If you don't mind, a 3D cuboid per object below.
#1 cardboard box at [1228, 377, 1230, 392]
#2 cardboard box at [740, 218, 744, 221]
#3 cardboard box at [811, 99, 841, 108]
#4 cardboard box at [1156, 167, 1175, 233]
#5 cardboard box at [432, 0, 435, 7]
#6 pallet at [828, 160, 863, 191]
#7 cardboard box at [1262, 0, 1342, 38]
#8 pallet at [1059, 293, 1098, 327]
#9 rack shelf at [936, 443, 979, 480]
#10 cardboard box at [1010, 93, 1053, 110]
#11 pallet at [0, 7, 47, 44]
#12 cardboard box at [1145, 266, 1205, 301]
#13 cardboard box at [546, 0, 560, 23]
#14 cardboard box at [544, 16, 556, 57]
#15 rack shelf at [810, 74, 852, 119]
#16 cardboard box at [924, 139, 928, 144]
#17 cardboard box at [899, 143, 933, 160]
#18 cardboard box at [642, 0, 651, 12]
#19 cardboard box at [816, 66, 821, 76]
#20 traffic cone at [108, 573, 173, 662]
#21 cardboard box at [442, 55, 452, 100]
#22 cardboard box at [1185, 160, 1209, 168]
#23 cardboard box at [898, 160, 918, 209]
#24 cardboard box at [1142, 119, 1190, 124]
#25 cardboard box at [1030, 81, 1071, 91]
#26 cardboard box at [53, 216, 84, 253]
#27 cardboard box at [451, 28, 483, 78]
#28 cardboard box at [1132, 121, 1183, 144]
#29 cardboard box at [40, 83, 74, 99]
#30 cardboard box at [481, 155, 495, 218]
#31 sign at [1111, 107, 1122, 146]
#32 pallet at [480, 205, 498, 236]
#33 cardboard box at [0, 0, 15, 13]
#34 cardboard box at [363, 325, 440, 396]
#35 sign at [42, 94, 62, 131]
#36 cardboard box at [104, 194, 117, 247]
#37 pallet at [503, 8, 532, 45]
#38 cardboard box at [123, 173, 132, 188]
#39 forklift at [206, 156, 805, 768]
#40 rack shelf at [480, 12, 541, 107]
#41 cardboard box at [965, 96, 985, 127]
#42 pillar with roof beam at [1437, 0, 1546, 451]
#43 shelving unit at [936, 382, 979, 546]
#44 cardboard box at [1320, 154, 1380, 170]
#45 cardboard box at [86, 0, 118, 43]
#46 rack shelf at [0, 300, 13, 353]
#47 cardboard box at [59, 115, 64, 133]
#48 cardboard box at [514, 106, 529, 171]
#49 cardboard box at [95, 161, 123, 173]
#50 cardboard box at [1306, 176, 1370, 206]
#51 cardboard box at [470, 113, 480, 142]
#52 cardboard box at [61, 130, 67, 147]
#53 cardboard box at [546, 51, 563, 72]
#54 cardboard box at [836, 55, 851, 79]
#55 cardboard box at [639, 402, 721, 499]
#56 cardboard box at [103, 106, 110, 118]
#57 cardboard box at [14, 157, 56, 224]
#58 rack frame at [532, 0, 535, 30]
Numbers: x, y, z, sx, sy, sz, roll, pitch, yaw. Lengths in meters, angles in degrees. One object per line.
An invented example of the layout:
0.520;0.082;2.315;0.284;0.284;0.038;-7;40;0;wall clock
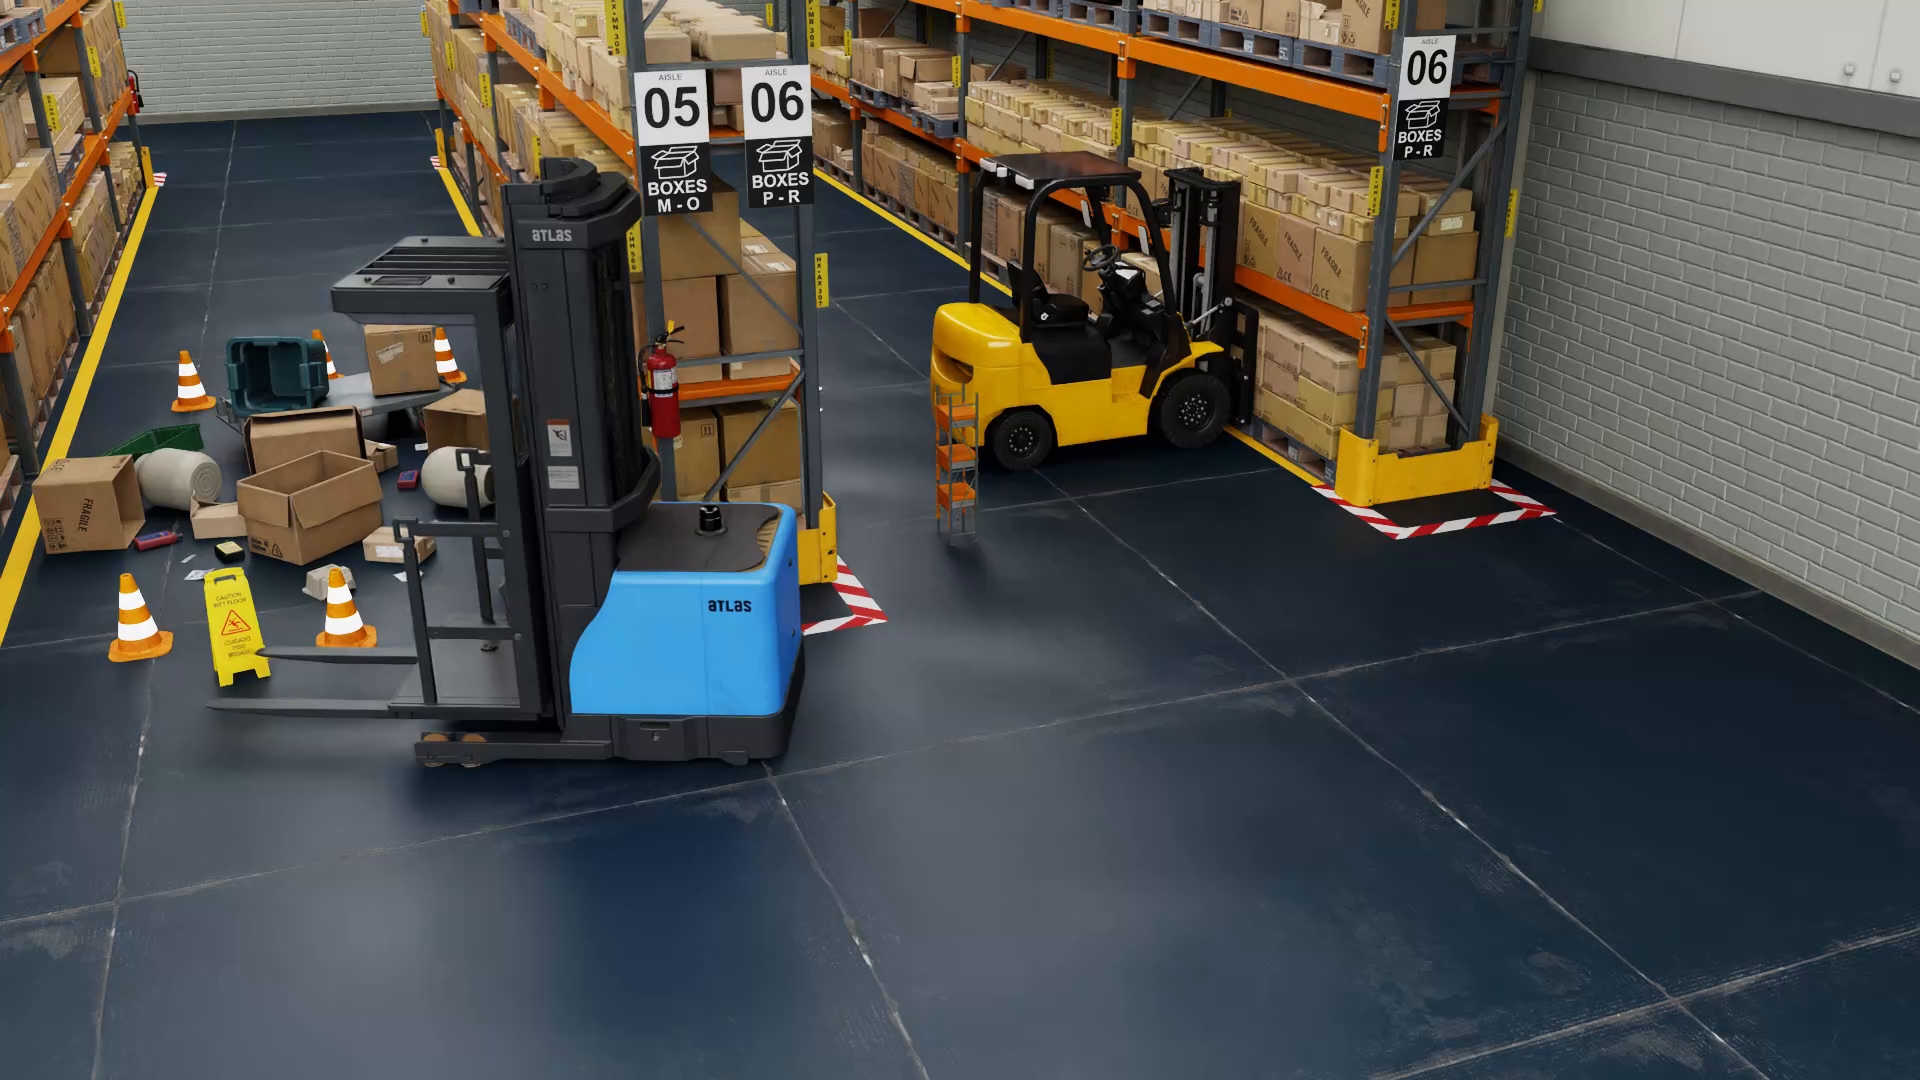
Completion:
2.294;-1.367;13.630;0.500;0.250;0.500;-8;24;-17;cardboard box
-1.809;-2.030;11.692;0.500;0.500;0.500;-9;24;-20;cardboard box
-2.229;-6.384;25.208;0.797;0.503;0.637;-9;25;-21;cardboard box
1.994;-2.878;14.087;0.500;0.500;0.500;-8;24;-18;cardboard box
-6.879;-7.244;22.323;0.380;0.149;0.250;-9;25;-21;cardboard box
-1.186;-5.087;23.048;1.003;0.211;1.213;-8;24;-19;pallet
2.643;-3.944;12.084;0.700;0.500;0.500;-8;24;-19;cardboard box
1.586;-2.193;16.182;1.003;0.211;1.213;-8;24;-19;pallet
-0.019;-0.493;11.096;0.215;0.259;0.240;-8;24;-19;rack shelf
0.737;-4.491;17.079;0.380;0.149;0.250;-8;24;-18;cardboard box
-8.491;-4.339;14.065;1.213;0.211;1.003;-7;24;-17;pallet
1.931;-2.197;14.313;0.500;0.250;0.500;-8;24;-19;cardboard box
-2.682;-3.721;11.652;0.380;0.149;0.250;-9;24;-19;cardboard box
-2.670;-3.600;11.877;0.500;0.250;0.500;-9;24;-19;cardboard box
-1.650;-6.518;23.778;1.077;0.370;4.000;-8;24;-19;rack shelf
-0.237;-5.098;21.325;0.380;0.149;0.250;-10;25;-22;cardboard box
-0.546;-4.830;20.691;0.380;0.149;0.250;-7;24;-17;cardboard box
-2.061;-3.706;11.615;0.380;0.149;0.250;-9;24;-20;cardboard box
-1.821;-6.651;23.492;0.380;0.149;0.250;-8;24;-19;cardboard box
-4.801;0.417;9.664;0.336;0.463;0.334;-8;24;-19;traffic cone
-6.367;-5.987;21.463;0.500;0.500;0.500;-9;24;-20;cardboard box
2.069;-3.029;13.610;0.380;0.149;0.250;-9;24;-20;cardboard box
-0.437;-4.394;20.491;0.500;0.500;0.500;-9;25;-21;cardboard box
1.913;-3.823;15.493;0.380;0.149;0.250;-9;25;-21;cardboard box
0.970;-4.844;17.917;0.380;0.149;0.250;-8;24;-18;cardboard box
-8.785;-2.942;16.080;0.500;0.250;0.500;-9;25;-21;cardboard box
-5.700;-5.748;19.609;0.500;0.500;0.500;-8;24;-18;cardboard box
1.717;-3.541;14.443;0.380;0.149;0.250;-8;24;-18;cardboard box
-9.672;-4.765;17.711;0.380;0.149;0.250;-9;25;-21;cardboard box
-5.292;-4.440;20.118;0.875;0.875;0.875;-8;24;-17;cardboard box
1.378;-3.635;14.623;0.100;0.325;0.005;-8;24;-19;sign
-5.243;-3.885;20.196;1.003;0.211;1.213;-8;24;-19;pallet
-8.118;-4.513;13.679;0.500;0.311;0.500;-8;24;-19;cardboard box
-4.415;-1.475;13.132;0.500;0.500;0.500;-8;24;-19;cardboard box
-8.250;-3.882;15.107;0.100;0.325;0.005;-8;24;-19;sign
-9.684;-3.532;18.445;0.500;0.500;0.500;-9;24;-20;cardboard box
-3.248;-4.444;14.312;1.213;0.211;1.003;-8;24;-19;pallet
-10.564;-4.475;20.752;0.380;0.149;0.250;-8;24;-18;cardboard box
-2.392;-0.394;8.410;3.031;2.935;1.130;1;23;1;forklift
-3.467;-4.311;14.680;1.077;0.370;4.000;-8;24;-19;rack shelf
0.374;-4.632;17.928;0.500;0.250;0.500;-8;24;-19;cardboard box
-0.135;-4.313;9.896;9.100;9.000;0.400;-8;24;-19;pillar with roof beam
-0.019;-0.503;11.092;0.215;1.050;0.252;-8;24;-19;shelving unit
3.019;-2.883;12.880;0.380;0.149;0.250;-9;24;-20;cardboard box
-11.200;-6.689;21.460;0.500;0.500;0.500;-9;24;-20;cardboard box
-6.649;-0.759;10.116;1.077;0.370;4.000;-8;24;-19;rack shelf
-9.207;-4.157;16.650;0.380;0.149;0.250;-9;24;-19;cardboard box
-3.677;-3.605;14.889;0.500;0.500;0.500;-9;25;-21;cardboard box
-10.637;-4.603;20.673;0.380;0.149;0.250;-8;24;-19;cardboard box
2.738;-2.522;12.026;0.380;0.149;0.250;-8;24;-18;cardboard box
-5.159;-4.616;18.532;0.500;0.250;0.500;-9;24;-20;cardboard box
-9.208;-4.020;16.709;0.380;0.149;0.250;-8;24;-18;cardboard box
-2.842;-3.550;12.271;0.380;0.149;0.250;-8;24;-19;cardboard box
-1.352;-6.342;22.245;0.500;0.250;0.500;-8;24;-18;cardboard box
-1.874;-0.607;10.863;0.500;0.500;0.500;-8;24;-19;cardboard box
-10.398;-5.130;19.882;0.380;0.149;0.250;-8;24;-18;cardboard box
-8.183;-3.009;14.398;0.500;0.500;0.500;-8;24;-19;cardboard box
-2.760;-5.298;12.233;1.000;3.000;0.127;-8;24;-19;rack frame
